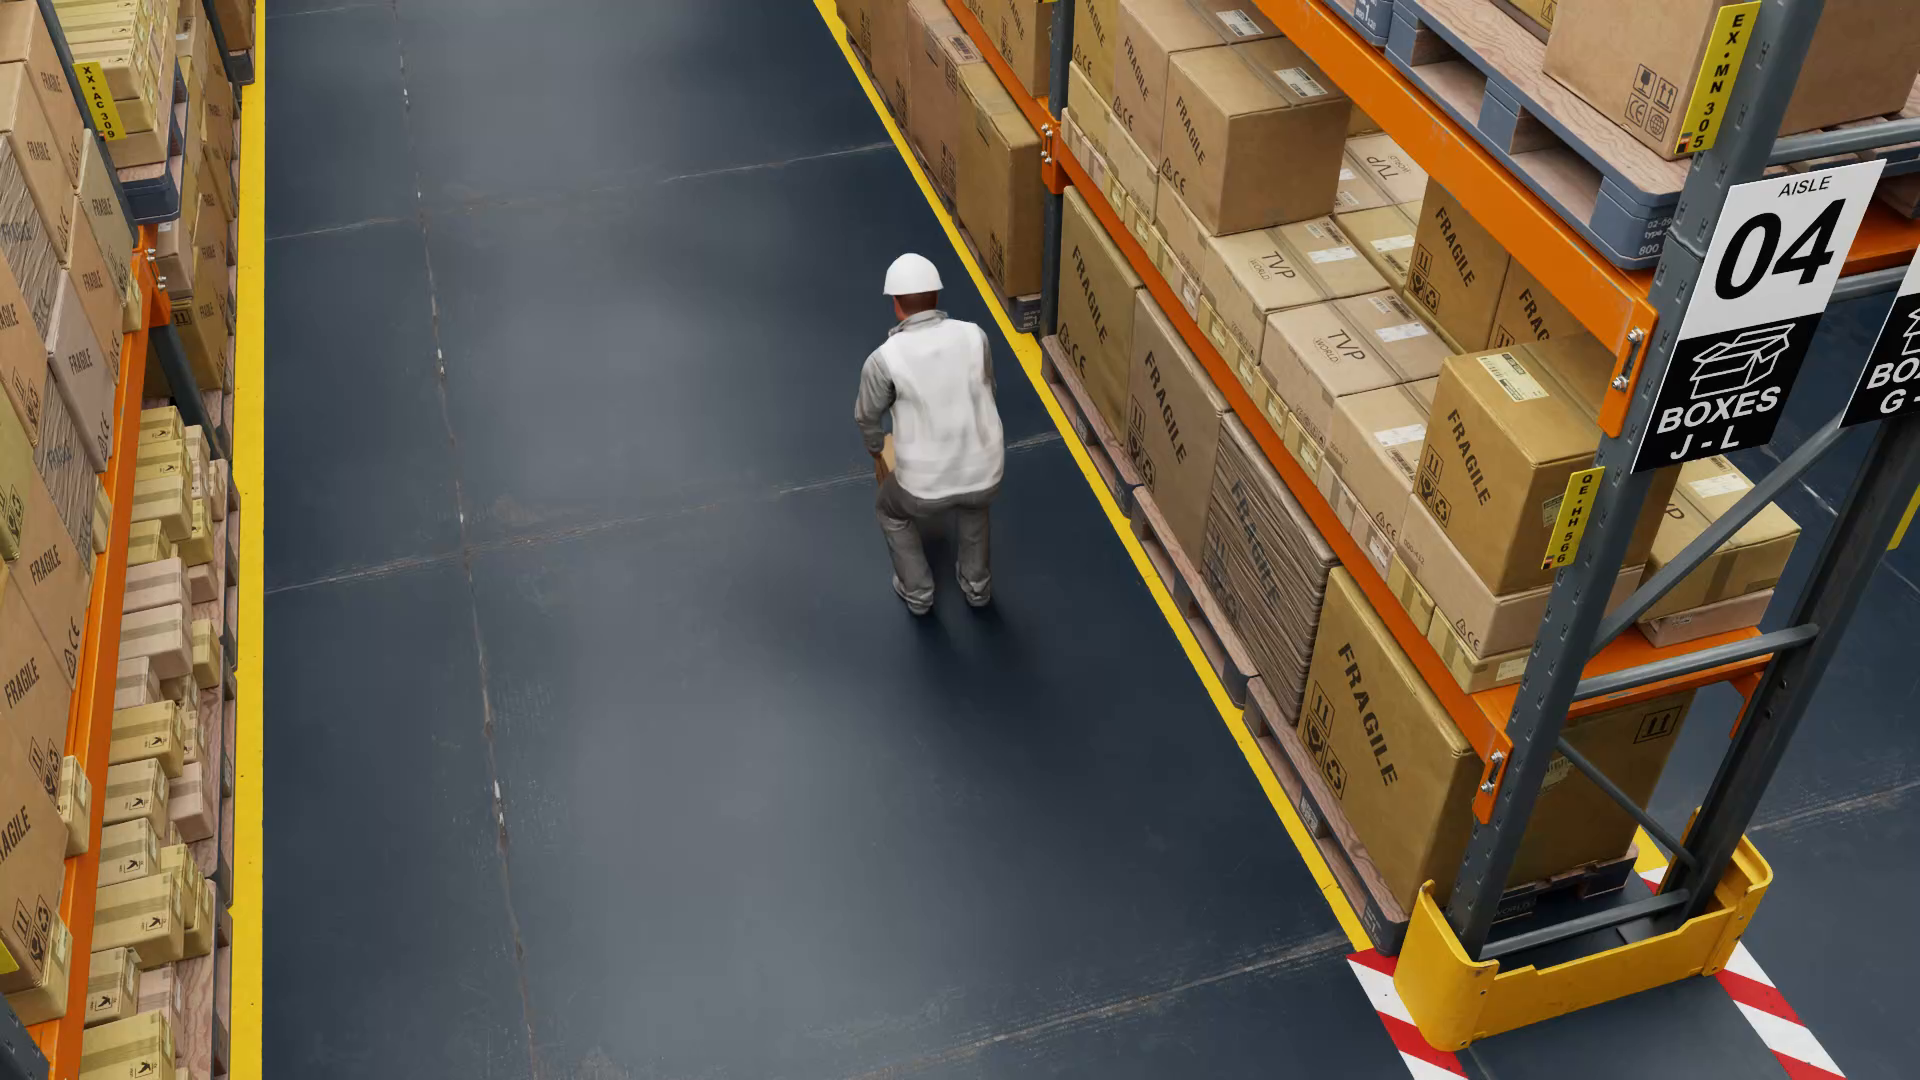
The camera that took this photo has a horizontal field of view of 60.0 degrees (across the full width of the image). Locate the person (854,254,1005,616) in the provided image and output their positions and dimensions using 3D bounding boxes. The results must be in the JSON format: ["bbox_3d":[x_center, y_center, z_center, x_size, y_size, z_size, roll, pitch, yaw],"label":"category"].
[{"bbox_3d":[-0.120,-0.366,6.714,0.588,1.560,0.671,-11,43,-12],"label":"person"}]
